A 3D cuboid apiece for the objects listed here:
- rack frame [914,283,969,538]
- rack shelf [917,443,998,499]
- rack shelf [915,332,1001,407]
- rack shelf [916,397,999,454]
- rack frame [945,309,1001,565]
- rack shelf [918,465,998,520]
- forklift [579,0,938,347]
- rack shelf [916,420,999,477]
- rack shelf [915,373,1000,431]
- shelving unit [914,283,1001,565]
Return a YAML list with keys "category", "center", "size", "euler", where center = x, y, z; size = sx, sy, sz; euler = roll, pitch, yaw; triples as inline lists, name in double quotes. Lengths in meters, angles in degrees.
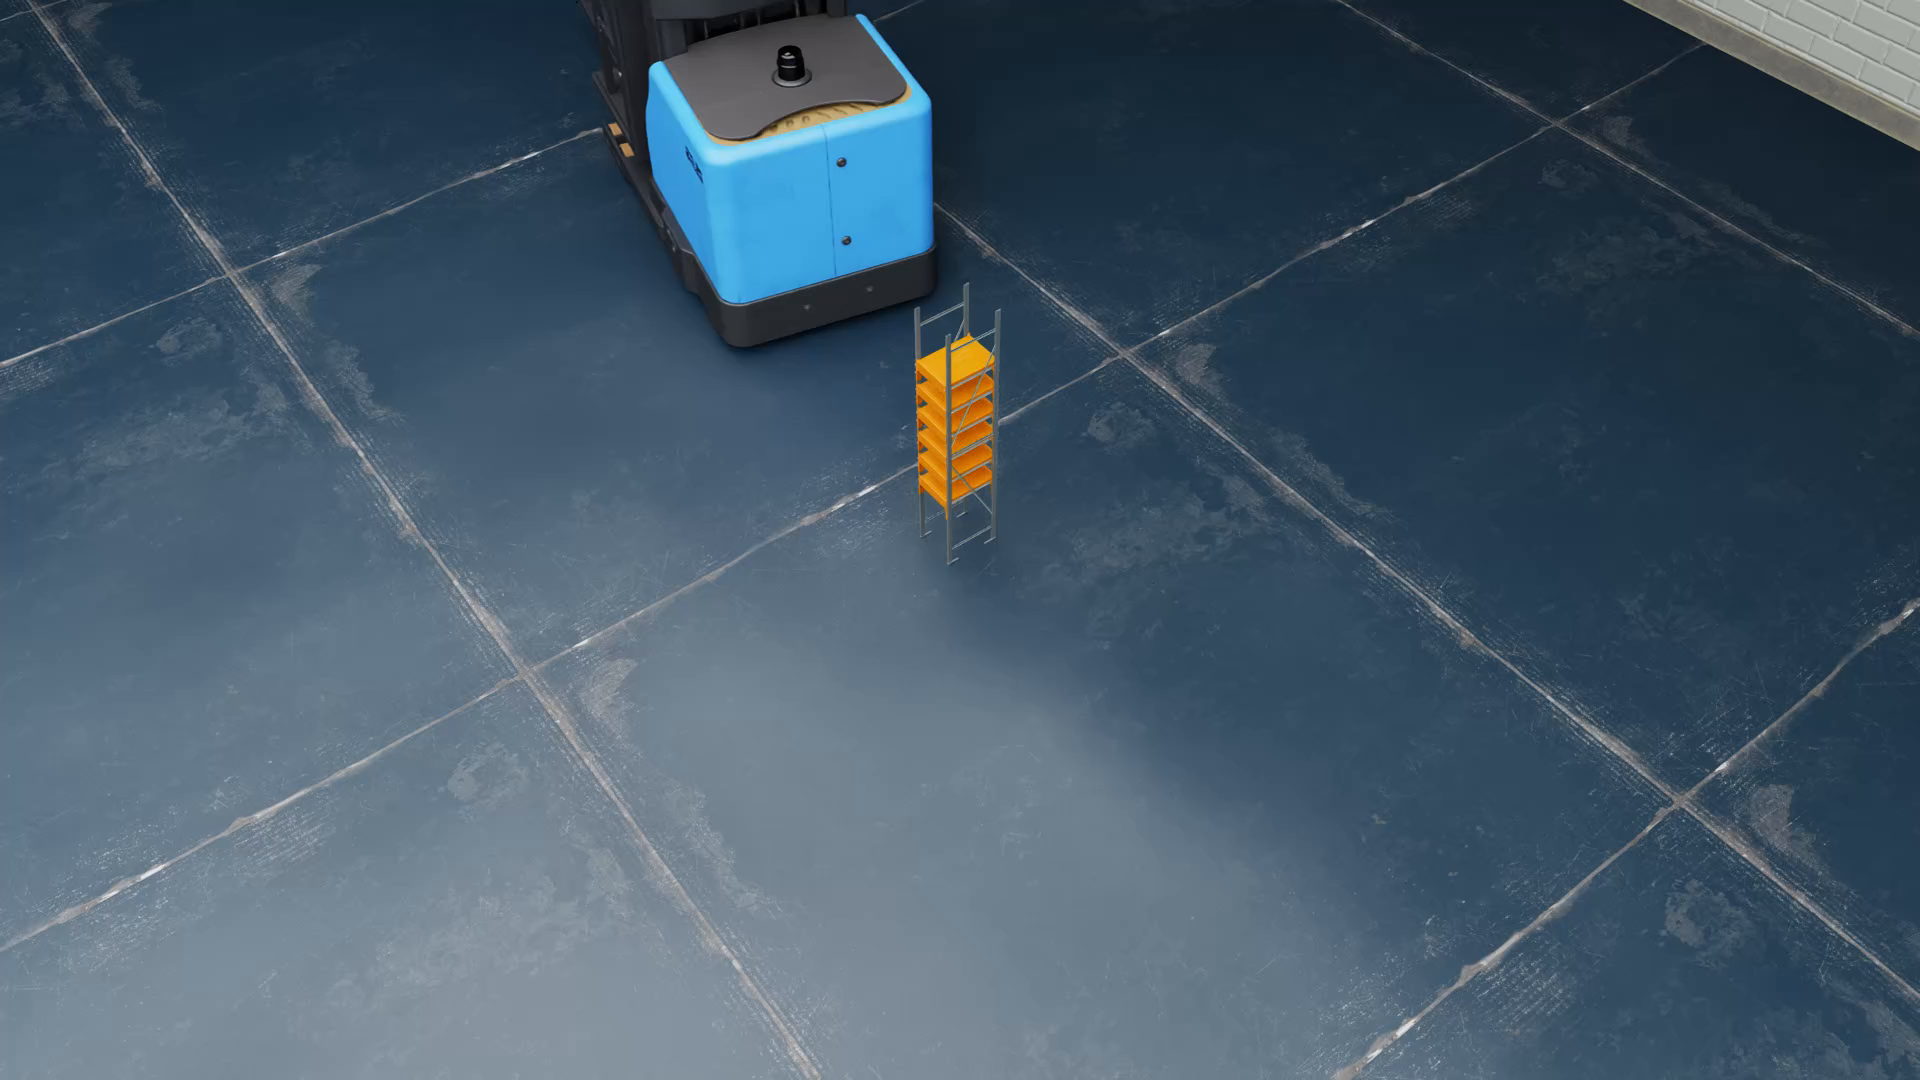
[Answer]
- category: "rack frame"
  center: [-0.064, -0.465, 6.361]
  size: [0.240, 1.200, 0.006]
  euler: [-29, 54, -24]
- category: "rack shelf"
  center: [-0.009, -0.301, 6.434]
  size: [0.258, 0.103, 0.180]
  euler: [-29, 54, -24]
- category: "rack shelf"
  center: [-0.009, -0.623, 6.078]
  size: [0.258, 0.103, 0.180]
  euler: [-29, 54, -24]
- category: "rack shelf"
  center: [-0.009, -0.462, 6.256]
  size: [0.258, 0.103, 0.180]
  euler: [-29, 54, -24]
- category: "rack frame"
  center: [0.047, -0.358, 6.263]
  size: [0.240, 1.200, 0.006]
  euler: [-29, 54, -24]
- category: "rack shelf"
  center: [-0.009, -0.220, 6.523]
  size: [0.258, 0.103, 0.180]
  euler: [-29, 54, -24]
- category: "forklift"
  center: [-1.176, -2.953, 7.447]
  size: [1.130, 2.935, 3.031]
  euler: [-19, 51, -16]
- category: "rack shelf"
  center: [-0.009, -0.382, 6.345]
  size: [0.258, 0.103, 0.180]
  euler: [-29, 54, -24]
- category: "rack shelf"
  center: [-0.009, -0.543, 6.167]
  size: [0.258, 0.103, 0.180]
  euler: [-29, 54, -24]
- category: "shelving unit"
  center: [-0.009, -0.412, 6.312]
  size: [0.258, 1.200, 0.189]
  euler: [-29, 54, -24]
